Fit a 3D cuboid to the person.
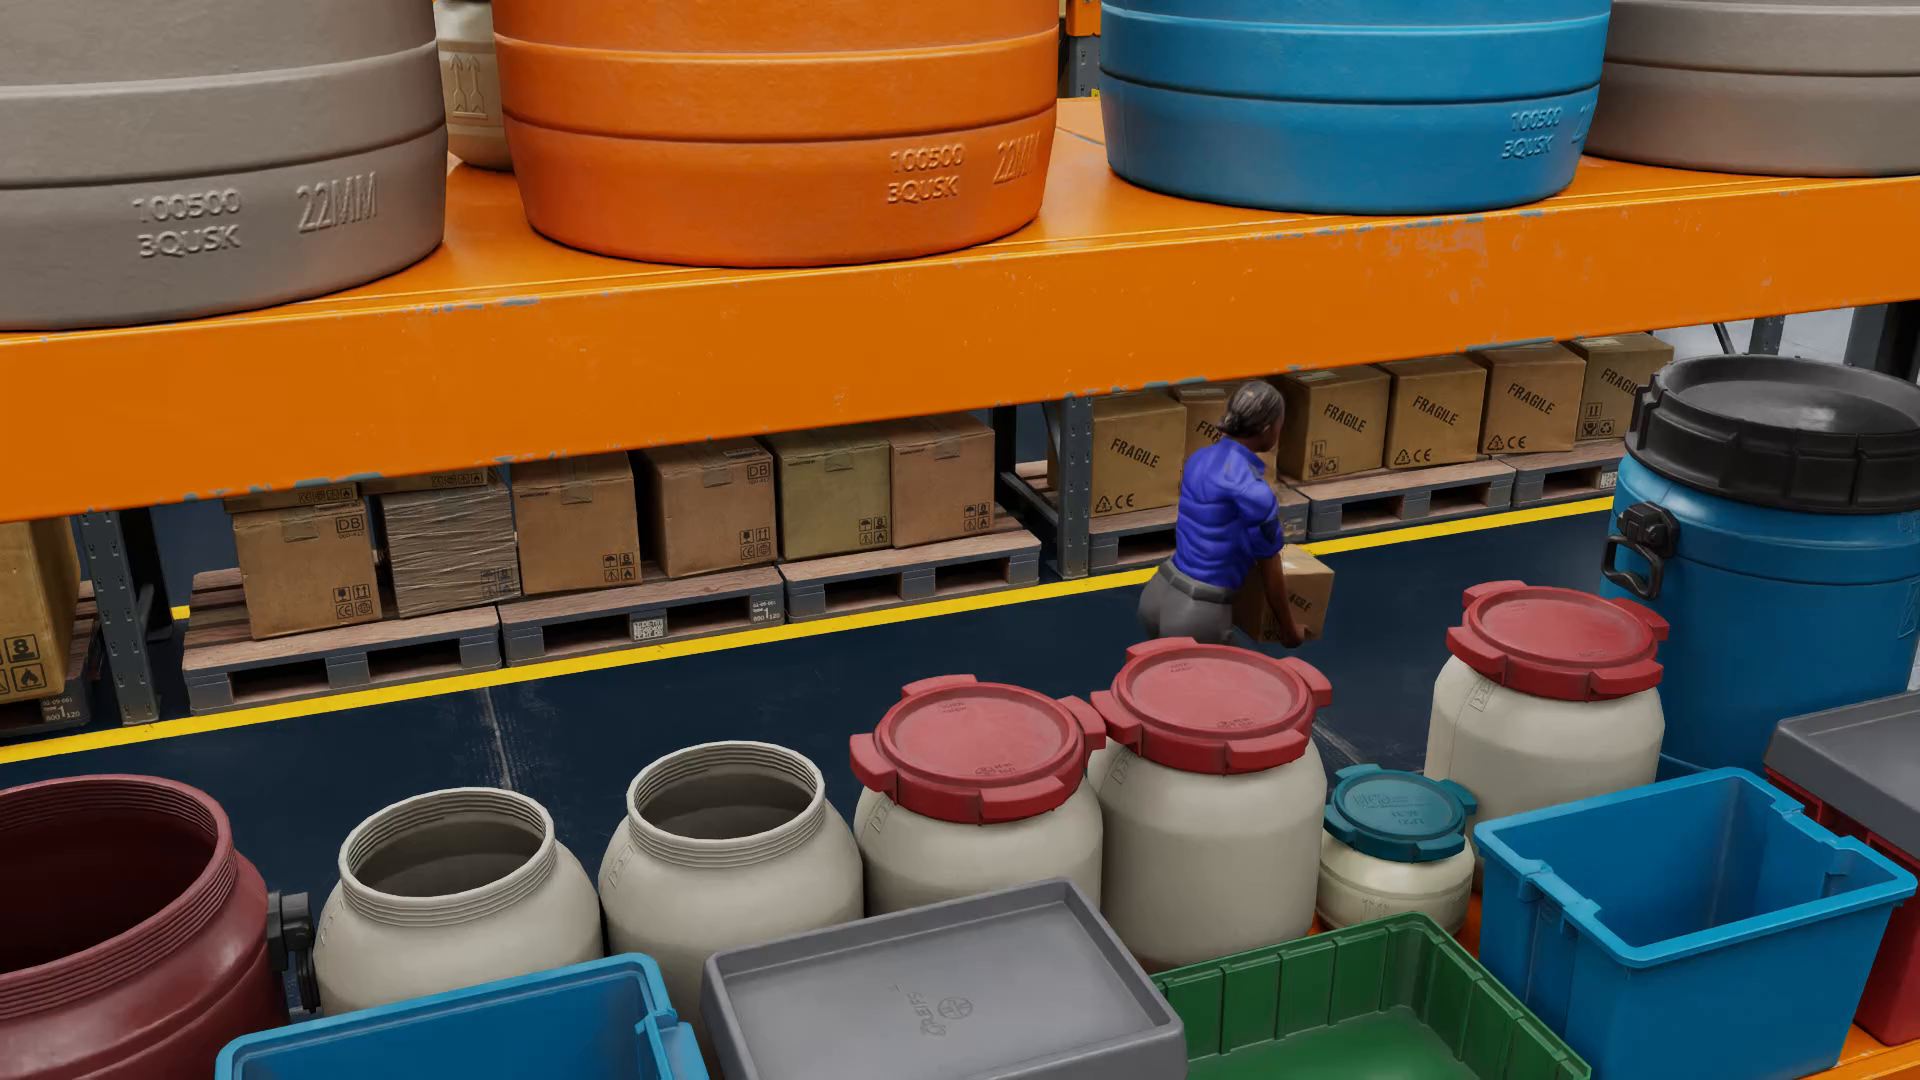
[{"bbox_3d":[0.873,0.262,5.553,0.552,1.607,0.413,-9,24,-20],"label":"person"}]
